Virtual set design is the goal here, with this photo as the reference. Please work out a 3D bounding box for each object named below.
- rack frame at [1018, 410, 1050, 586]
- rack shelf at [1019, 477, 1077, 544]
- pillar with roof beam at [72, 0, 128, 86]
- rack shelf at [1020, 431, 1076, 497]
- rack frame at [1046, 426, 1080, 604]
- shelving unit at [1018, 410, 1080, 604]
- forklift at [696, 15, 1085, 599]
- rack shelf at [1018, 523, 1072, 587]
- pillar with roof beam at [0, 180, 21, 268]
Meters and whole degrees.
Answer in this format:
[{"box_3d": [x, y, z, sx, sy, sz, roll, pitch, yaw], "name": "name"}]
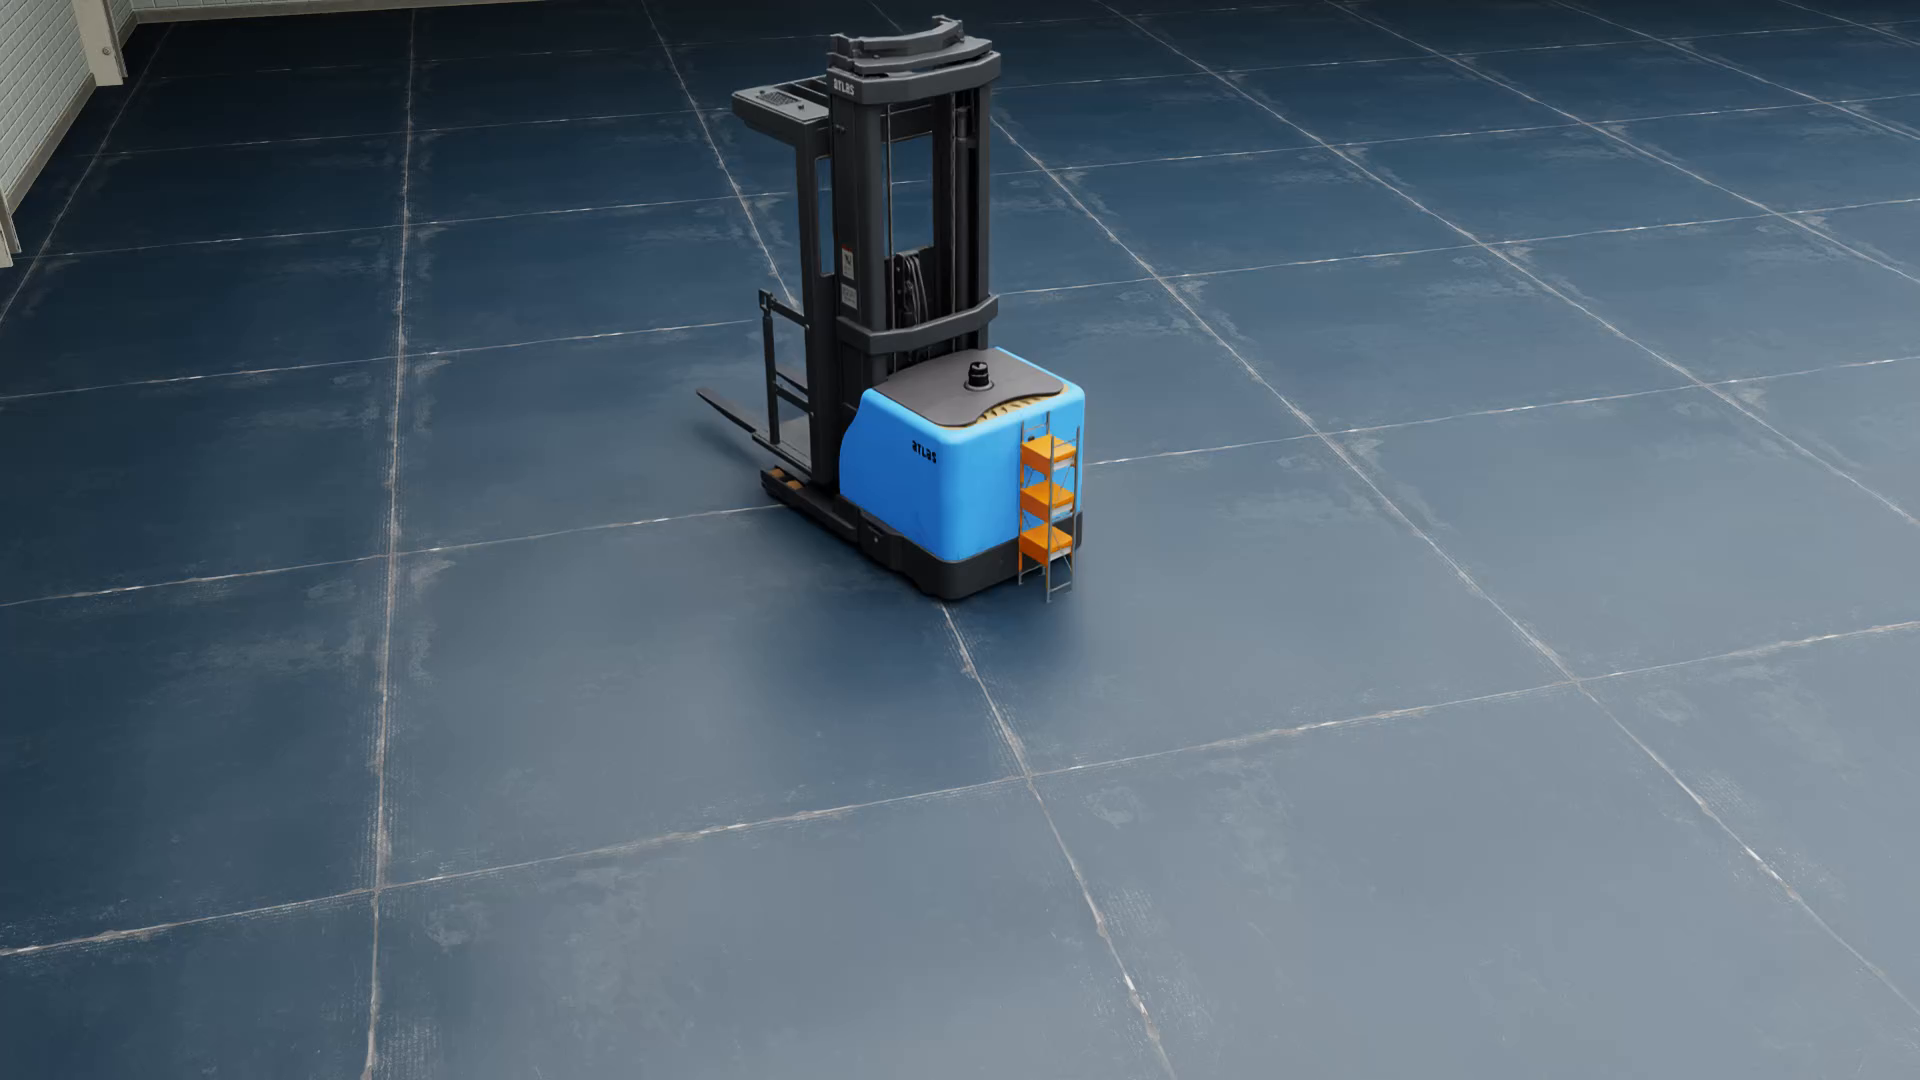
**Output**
[{"box_3d": [0.413, -0.224, 9.320, 0.200, 1.050, 0.008, -22, 37, -33], "name": "rack frame"}, {"box_3d": [0.489, -0.167, 9.242, 0.215, 0.259, 0.240, -22, 37, -33], "name": "rack shelf"}, {"box_3d": [-5.594, -9.733, 17.814, 9.100, 9.000, 0.400, -8, 31, -13], "name": "pillar with roof beam"}, {"box_3d": [0.489, -0.412, 9.100, 0.215, 0.259, 0.240, -22, 37, -33], "name": "rack shelf"}, {"box_3d": [0.565, -0.128, 9.155, 0.200, 1.050, 0.008, -22, 37, -33], "name": "rack frame"}, {"box_3d": [0.489, -0.176, 9.237, 0.215, 1.050, 0.252, -22, 37, -33], "name": "shelving unit"}, {"box_3d": [-0.594, -1.611, 9.839, 1.130, 2.935, 3.031, -22, 37, -33], "name": "forklift"}, {"box_3d": [0.489, 0.074, 9.382, 0.215, 0.259, 0.240, -22, 37, -33], "name": "rack shelf"}, {"box_3d": [-4.002, -6.835, 12.808, 9.100, 9.000, 0.400, -8, 31, -13], "name": "pillar with roof beam"}]
